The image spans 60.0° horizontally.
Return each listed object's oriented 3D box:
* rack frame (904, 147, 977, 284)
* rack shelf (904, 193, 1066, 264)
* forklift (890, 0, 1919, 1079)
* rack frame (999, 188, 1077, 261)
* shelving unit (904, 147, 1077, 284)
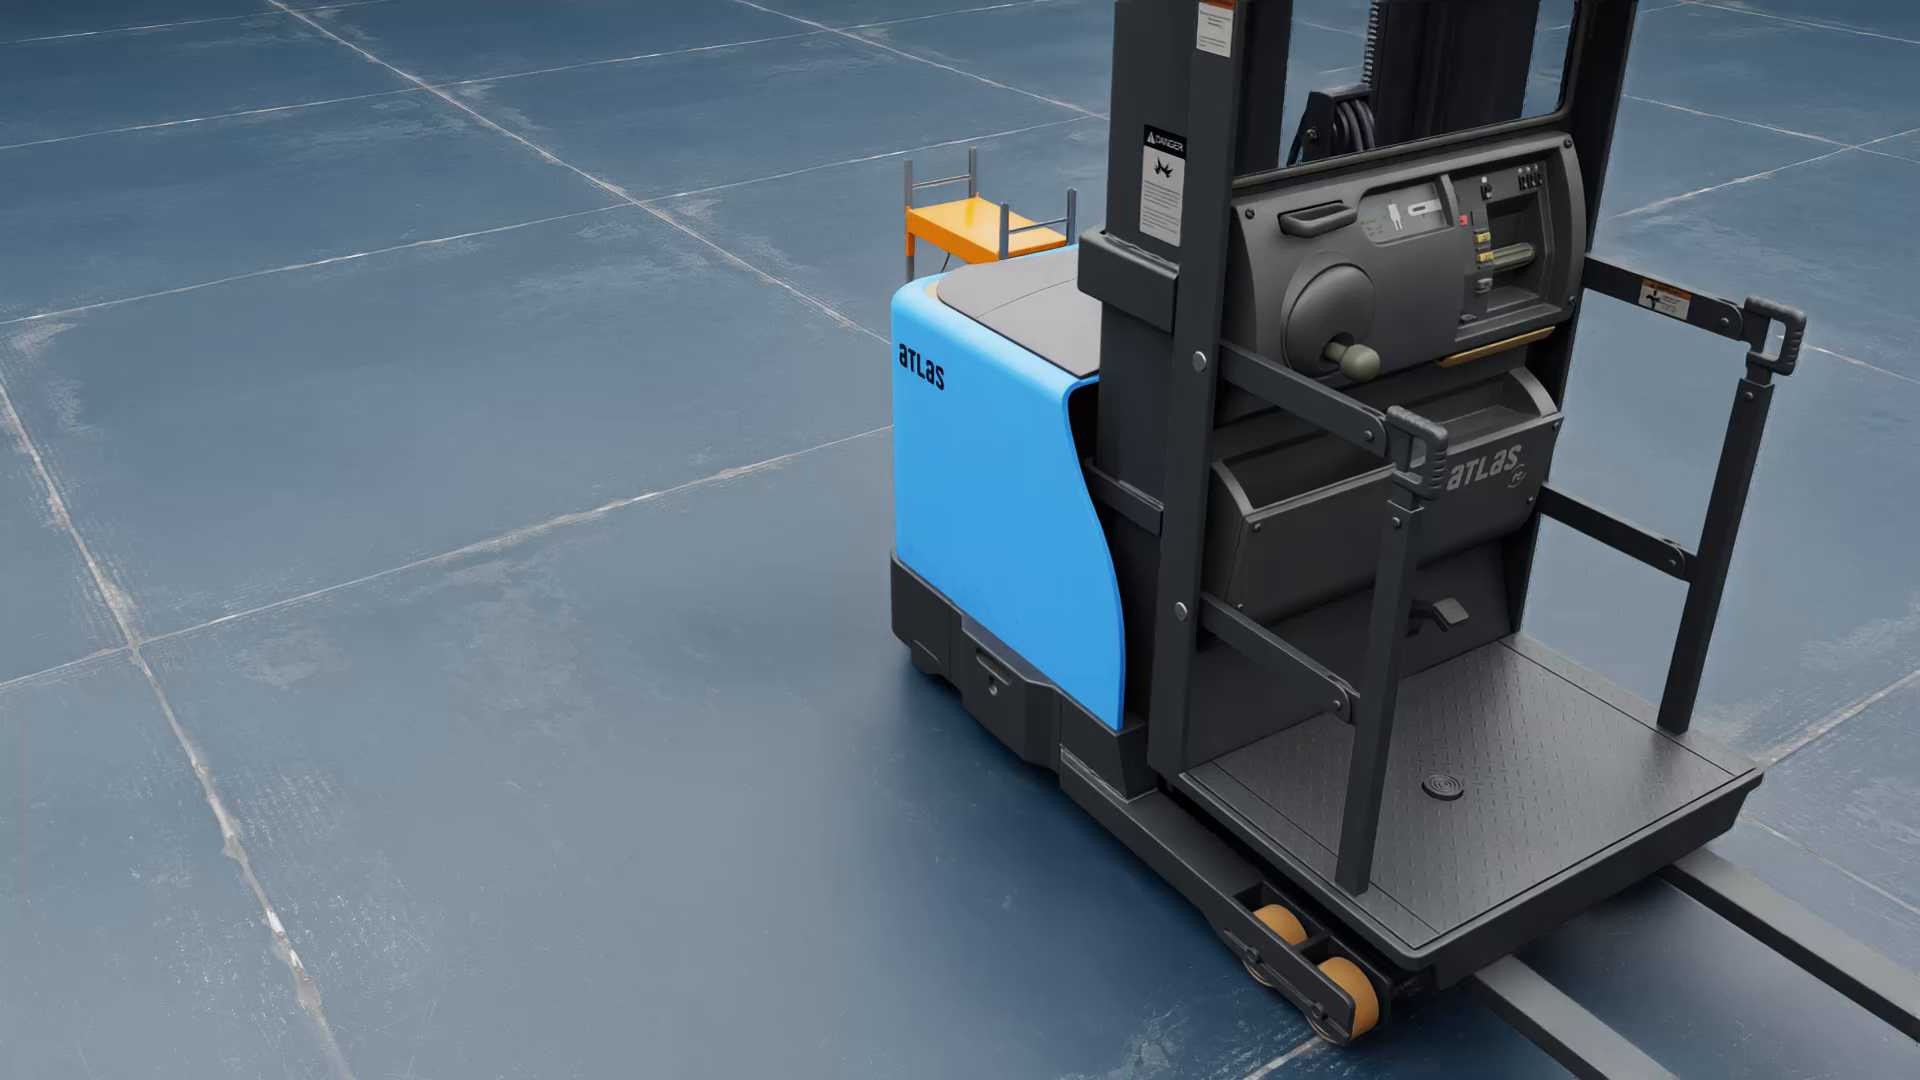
[{"bbox_3d":[-0.055,-0.583,5.066,0.240,1.200,0.015,-17,33,-28],"label":"rack frame"},{"bbox_3d":[0.077,-0.830,4.698,0.258,0.148,0.480,-17,33,-28],"label":"rack shelf"},{"bbox_3d":[1.033,-0.529,3.152,1.130,2.935,3.031,-17,33,-29],"label":"forklift"},{"bbox_3d":[0.209,-0.387,4.705,0.240,1.200,0.015,-17,33,-28],"label":"rack frame"},{"bbox_3d":[0.077,-0.485,4.885,0.258,1.200,0.503,-17,33,-28],"label":"shelving unit"}]
